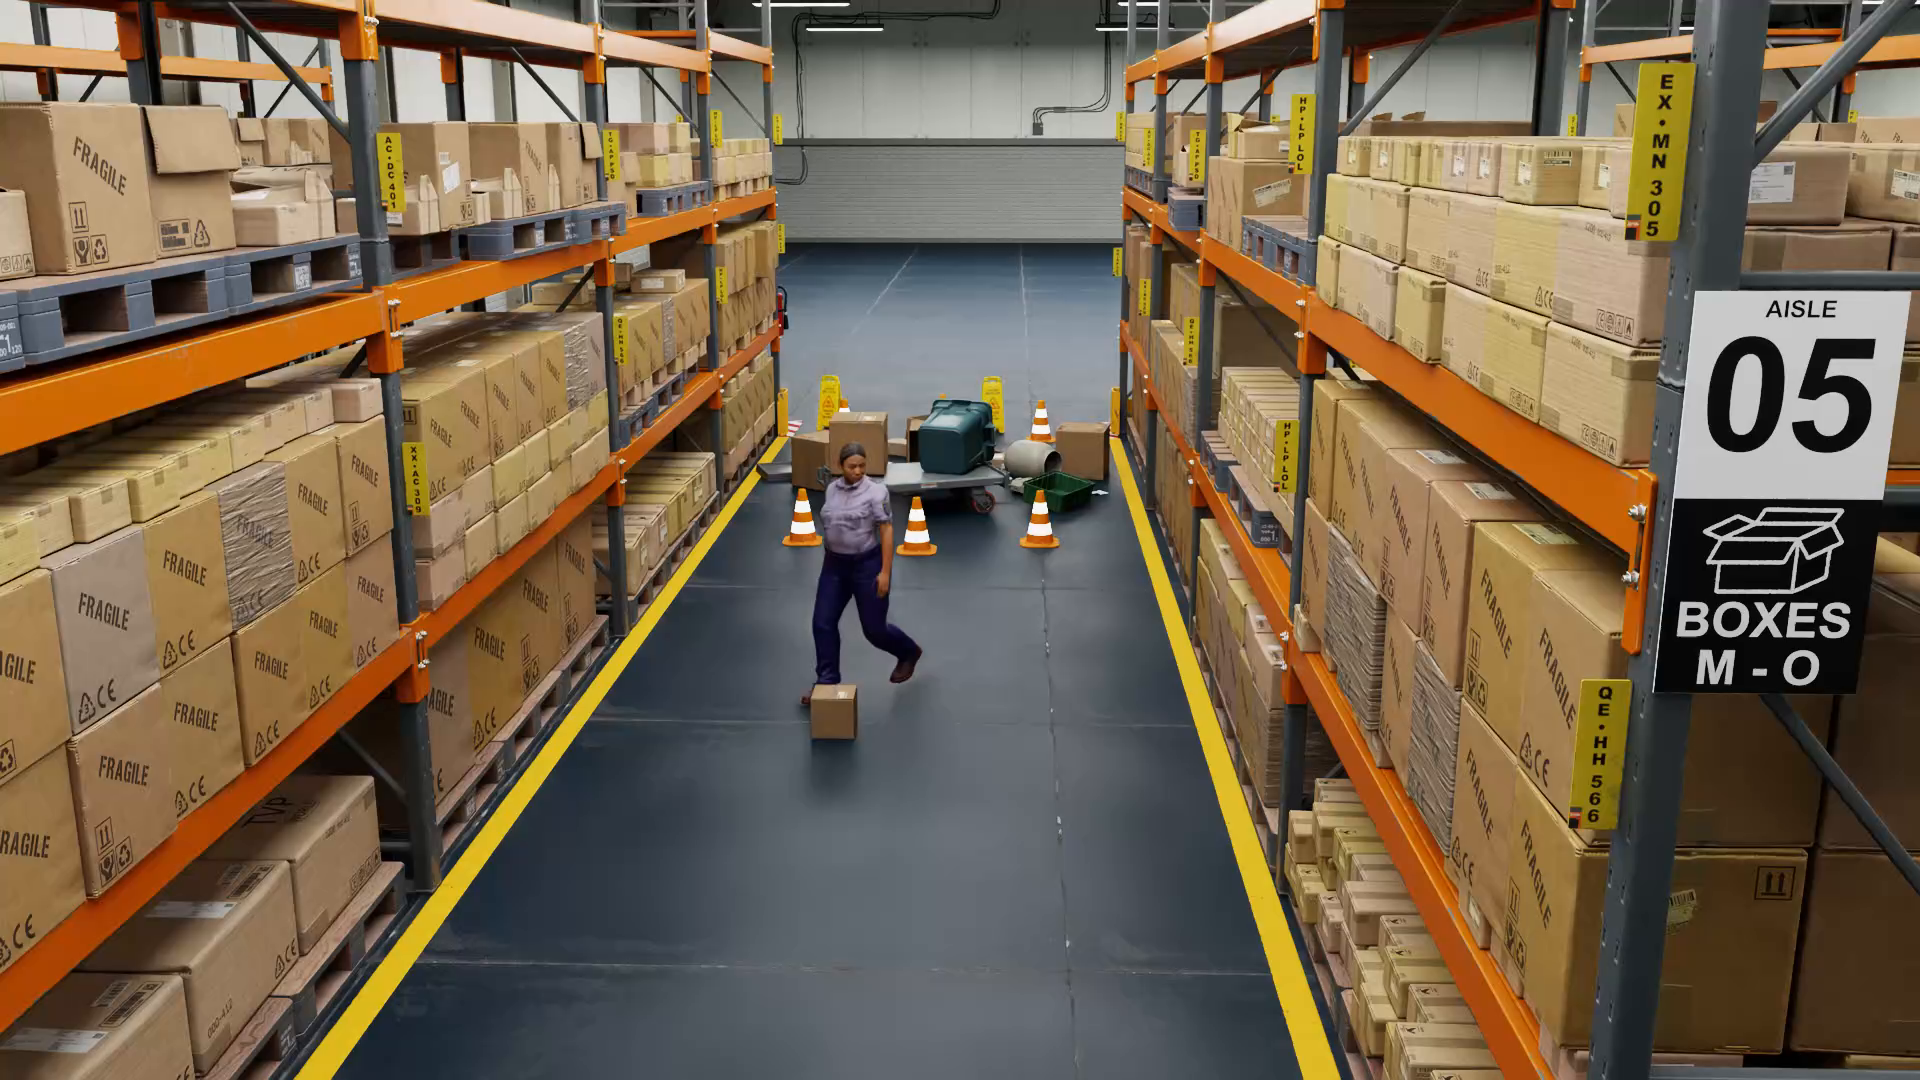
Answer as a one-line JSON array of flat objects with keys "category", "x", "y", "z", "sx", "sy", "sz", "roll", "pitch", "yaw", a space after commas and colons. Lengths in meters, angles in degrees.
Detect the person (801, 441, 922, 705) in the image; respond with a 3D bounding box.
[{"category": "person", "x": -0.636, "y": 0.181, "z": 10.288, "sx": 0.509, "sy": 1.618, "sz": 0.767, "roll": 9, "pitch": 16, "yaw": 31}]
